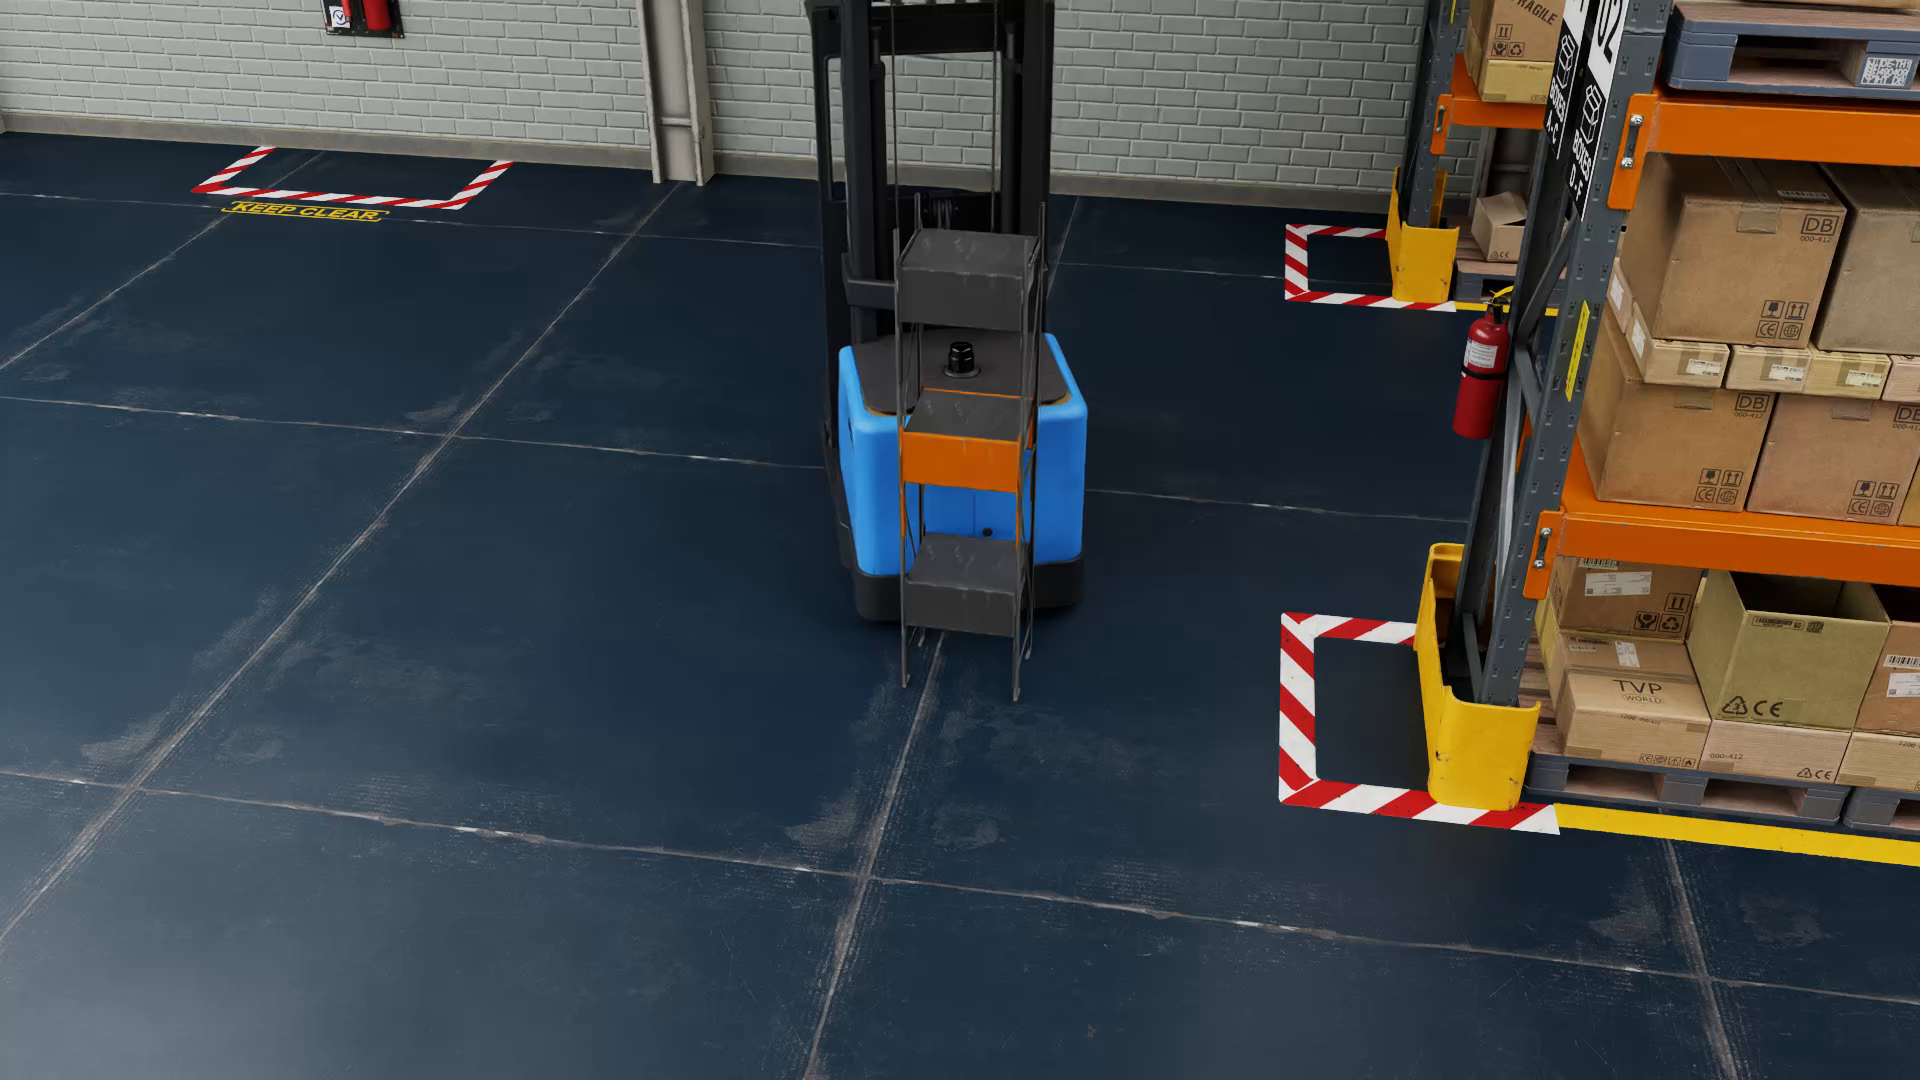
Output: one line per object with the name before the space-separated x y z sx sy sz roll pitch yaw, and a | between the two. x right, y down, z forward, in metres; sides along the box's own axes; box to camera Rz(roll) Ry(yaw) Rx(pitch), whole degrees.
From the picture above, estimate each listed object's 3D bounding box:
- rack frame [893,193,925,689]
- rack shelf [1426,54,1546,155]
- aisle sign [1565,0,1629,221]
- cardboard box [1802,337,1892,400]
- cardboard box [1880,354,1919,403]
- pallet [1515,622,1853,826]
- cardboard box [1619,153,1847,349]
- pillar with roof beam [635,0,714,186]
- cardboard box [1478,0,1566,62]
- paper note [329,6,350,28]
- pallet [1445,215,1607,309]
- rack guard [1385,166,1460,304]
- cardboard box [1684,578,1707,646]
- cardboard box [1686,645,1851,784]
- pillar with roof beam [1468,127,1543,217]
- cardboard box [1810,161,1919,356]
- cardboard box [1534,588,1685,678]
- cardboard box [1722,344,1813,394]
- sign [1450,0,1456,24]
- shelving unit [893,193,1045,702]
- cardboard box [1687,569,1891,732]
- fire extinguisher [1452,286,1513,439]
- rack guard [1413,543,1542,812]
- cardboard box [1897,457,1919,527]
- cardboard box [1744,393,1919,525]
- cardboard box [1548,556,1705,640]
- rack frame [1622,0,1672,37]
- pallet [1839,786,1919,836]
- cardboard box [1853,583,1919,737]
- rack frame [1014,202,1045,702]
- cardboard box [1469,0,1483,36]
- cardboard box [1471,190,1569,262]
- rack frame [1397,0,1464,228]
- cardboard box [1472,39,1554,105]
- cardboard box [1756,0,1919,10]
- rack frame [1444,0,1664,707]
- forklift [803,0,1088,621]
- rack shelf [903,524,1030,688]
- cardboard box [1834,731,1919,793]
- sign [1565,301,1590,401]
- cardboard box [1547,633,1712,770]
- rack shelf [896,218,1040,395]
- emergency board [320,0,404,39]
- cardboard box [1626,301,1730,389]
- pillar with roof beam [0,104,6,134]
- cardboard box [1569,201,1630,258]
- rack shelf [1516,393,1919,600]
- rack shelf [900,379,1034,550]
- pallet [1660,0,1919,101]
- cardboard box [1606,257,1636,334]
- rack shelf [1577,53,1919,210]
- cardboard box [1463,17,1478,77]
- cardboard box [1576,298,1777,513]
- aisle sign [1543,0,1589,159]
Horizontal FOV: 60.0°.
rack frame | -0.202 -0.349 6.826 0.015 2.100 0.400 6 33 9
rack shelf | 4.954 -2.625 10.294 4.000 0.370 1.077 5 32 8
aisle sign | 2.037 -1.465 5.312 0.004 0.787 0.394 5 32 8
cardboard box | 3.010 -0.641 5.742 0.250 0.149 0.380 5 32 8
cardboard box | 3.258 -0.618 5.704 0.250 0.149 0.380 5 32 7
pallet | 2.914 0.711 6.914 1.213 0.211 1.003 5 32 8
cardboard box | 2.663 -1.056 5.793 0.500 0.500 0.700 5 32 8
pillar with roof beam | -2.821 -4.325 6.678 0.400 9.000 9.100 5 32 8
cardboard box | 3.403 -3.171 9.905 0.500 0.500 0.500 5 32 8
paper note | -4.689 -3.953 12.568 0.142 0.148 0.016 5 32 8
pallet | 3.852 -1.828 10.972 1.213 0.211 1.003 5 32 8
rack guard | 3.057 -2.042 11.041 0.348 0.500 1.175 5 32 8
cardboard box | 3.226 0.402 6.976 0.500 0.250 0.500 5 32 8
cardboard box | 3.138 0.678 6.536 0.500 0.250 0.500 5 32 8
pillar with roof beam | 3.094 -3.789 5.822 0.400 9.000 9.100 5 32 8
cardboard box | 3.182 -1.012 5.723 0.500 0.500 0.700 4 32 7
cardboard box | 2.731 0.364 7.037 0.500 0.250 0.500 5 32 8
cardboard box | 2.764 -0.664 5.779 0.250 0.149 0.380 4 32 7
sign | 2.891 -3.191 9.705 0.005 0.325 0.100 5 32 8
shelving unit | 0.038 -0.323 6.787 0.503 2.100 0.431 6 33 9
cardboard box | 3.137 0.361 6.336 0.500 0.500 0.500 5 32 8
fire extinguisher | 2.114 -0.738 6.674 0.183 0.674 0.296 5 32 8
rack guard | 2.129 0.541 6.915 0.348 0.500 1.175 5 32 8
cardboard box | 3.618 -0.419 5.998 0.500 0.500 0.700 5 32 9
cardboard box | 3.129 -0.467 6.074 0.500 0.500 0.700 6 33 9
cardboard box | 2.732 0.045 6.840 0.500 0.500 0.500 5 32 8
rack frame | 2.153 -3.060 4.657 0.127 3.000 1.000 5 32 8
pallet | 4.113 0.822 6.738 1.213 0.211 1.003 5 32 8
cardboard box | 3.632 0.398 6.275 0.500 0.500 0.500 5 32 8
rack frame | 0.277 -0.298 6.747 0.015 2.100 0.400 6 33 9
cardboard box | 3.483 -3.440 10.334 0.500 0.500 0.500 5 32 8
cardboard box | 3.649 -2.046 10.811 0.500 0.311 0.500 2 32 3
rack frame | 2.983 -3.108 10.388 0.127 3.000 1.000 5 32 8
cardboard box | 3.410 -2.843 10.088 0.500 0.250 0.500 4 32 7
cardboard box | 2.719 -2.016 5.191 0.637 0.503 0.797 7 33 12
rack frame | 2.153 -0.517 6.249 0.127 3.000 1.000 5 32 8
forklift | -0.158 -1.641 8.109 1.130 2.935 3.031 -5 32 -7
rack shelf | 0.037 0.282 7.166 0.480 0.518 0.431 6 33 9
cardboard box | 3.630 0.722 6.465 0.500 0.250 0.500 5 32 8
sign | 2.054 -0.628 5.535 0.005 0.325 0.100 5 32 8
cardboard box | 2.644 0.635 6.604 0.500 0.250 0.500 5 32 8
rack shelf | 0.039 -0.905 6.422 0.480 0.518 0.431 6 33 9
emergency board | -4.526 -4.274 12.251 0.643 1.169 0.194 5 32 8
cardboard box | 2.503 -0.687 5.814 0.250 0.149 0.380 5 32 8
pillar with roof beam | -8.735 -4.861 7.534 0.400 9.000 9.100 5 32 8
cardboard box | 4.211 -1.995 10.730 0.500 0.311 0.500 8 33 12
rack shelf | 4.124 -0.033 6.154 4.000 0.370 1.077 5 32 8
rack shelf | 0.038 -0.312 6.794 0.480 0.518 0.431 6 33 9
pallet | 2.845 -1.674 5.354 1.213 0.211 1.003 5 32 8
cardboard box | 2.562 -0.900 6.155 0.250 0.149 0.380 5 32 7
rack shelf | 4.124 -1.305 5.358 4.000 0.370 1.077 5 32 8
cardboard box | 3.476 -3.113 10.518 0.500 0.250 0.500 6 32 9
cardboard box | 2.611 -0.511 6.145 0.500 0.500 0.700 5 32 8
aisle sign | 2.137 -1.778 5.814 0.004 0.787 0.394 5 32 8
